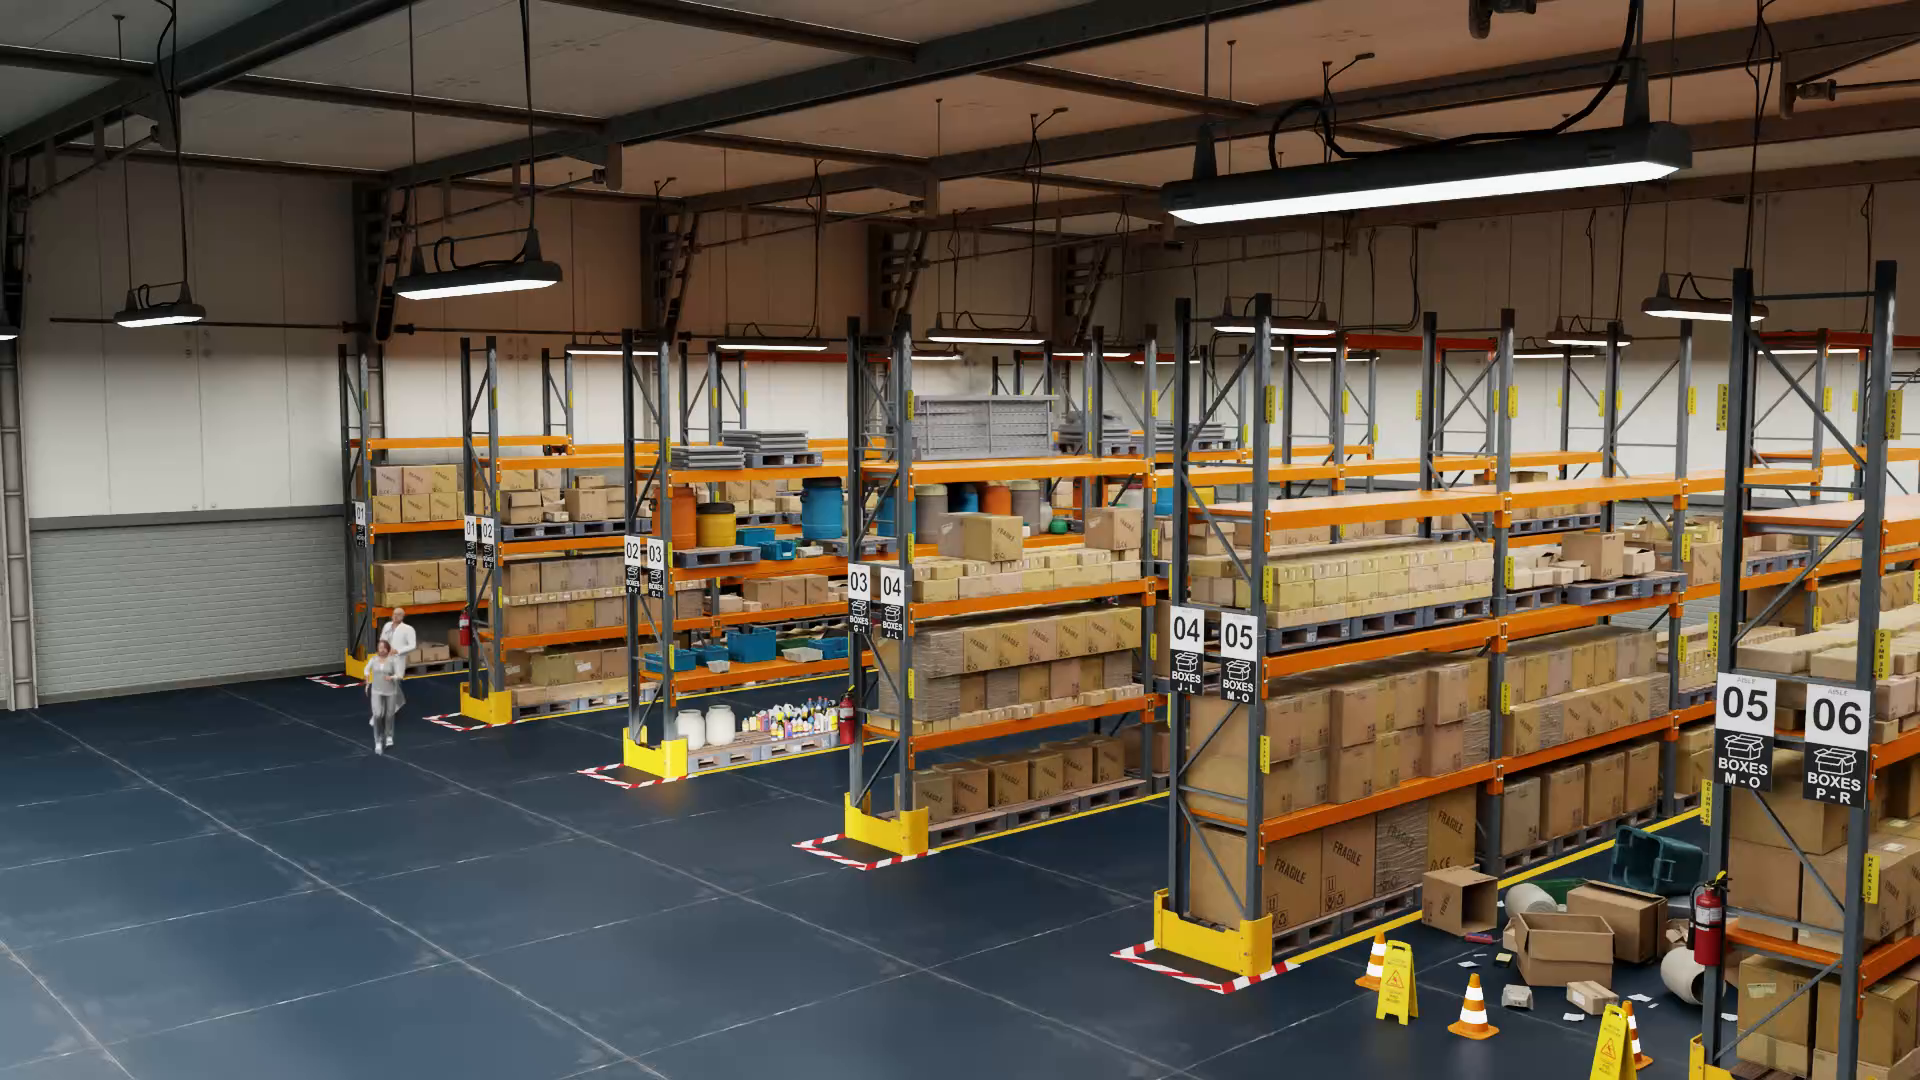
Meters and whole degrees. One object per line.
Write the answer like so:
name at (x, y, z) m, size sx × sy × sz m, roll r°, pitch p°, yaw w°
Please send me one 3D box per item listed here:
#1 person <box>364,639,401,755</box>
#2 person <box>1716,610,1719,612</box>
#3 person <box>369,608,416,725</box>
person at (-8.253, 2.237, 23.798) m, size 0.505 × 1.637 × 0.706 m, roll -2°, pitch 5°, yaw -19°
person at (11.820, 1.970, 25.971) m, size 0.686 × 1.748 × 0.684 m, roll -4°, pitch 7°, yaw -40°
person at (-8.878, 1.949, 26.041) m, size 0.729 × 1.767 × 0.931 m, roll 1°, pitch 5°, yaw 8°
